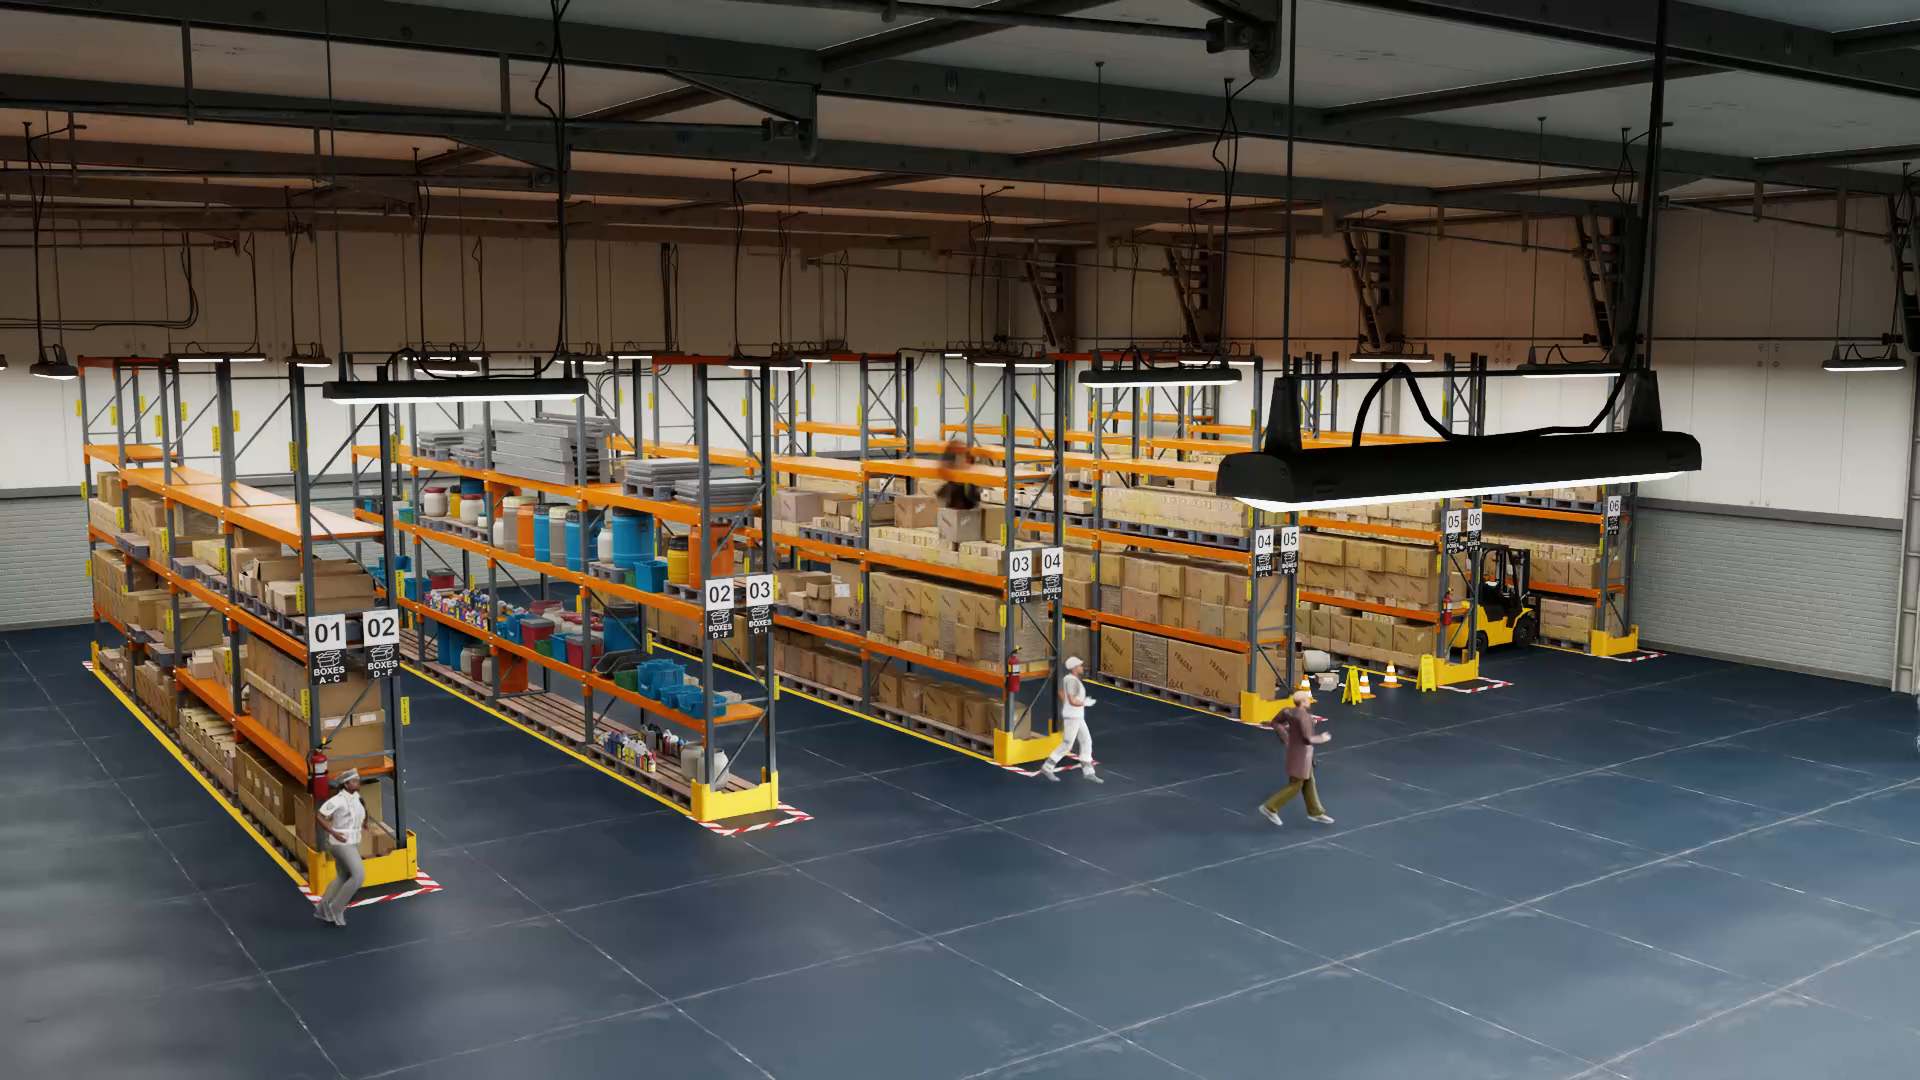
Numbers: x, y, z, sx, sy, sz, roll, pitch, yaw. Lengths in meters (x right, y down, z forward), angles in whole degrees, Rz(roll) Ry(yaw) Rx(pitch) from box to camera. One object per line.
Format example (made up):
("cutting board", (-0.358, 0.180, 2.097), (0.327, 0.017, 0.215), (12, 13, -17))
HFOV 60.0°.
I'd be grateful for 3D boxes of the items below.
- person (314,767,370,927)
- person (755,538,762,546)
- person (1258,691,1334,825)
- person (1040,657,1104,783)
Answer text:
("person", (-6.714, 3.327, 18.128), (0.596, 1.699, 0.587), (0, 7, 1))
("person", (-5.004, 0.564, 41.406), (0.591, 1.531, 0.535), (5, 8, 34))
("person", (4.372, 2.828, 21.469), (1.057, 1.790, 0.709), (-1, 7, -6))
("person", (1.609, 2.559, 23.705), (0.905, 1.790, 0.683), (1, 7, 7))
